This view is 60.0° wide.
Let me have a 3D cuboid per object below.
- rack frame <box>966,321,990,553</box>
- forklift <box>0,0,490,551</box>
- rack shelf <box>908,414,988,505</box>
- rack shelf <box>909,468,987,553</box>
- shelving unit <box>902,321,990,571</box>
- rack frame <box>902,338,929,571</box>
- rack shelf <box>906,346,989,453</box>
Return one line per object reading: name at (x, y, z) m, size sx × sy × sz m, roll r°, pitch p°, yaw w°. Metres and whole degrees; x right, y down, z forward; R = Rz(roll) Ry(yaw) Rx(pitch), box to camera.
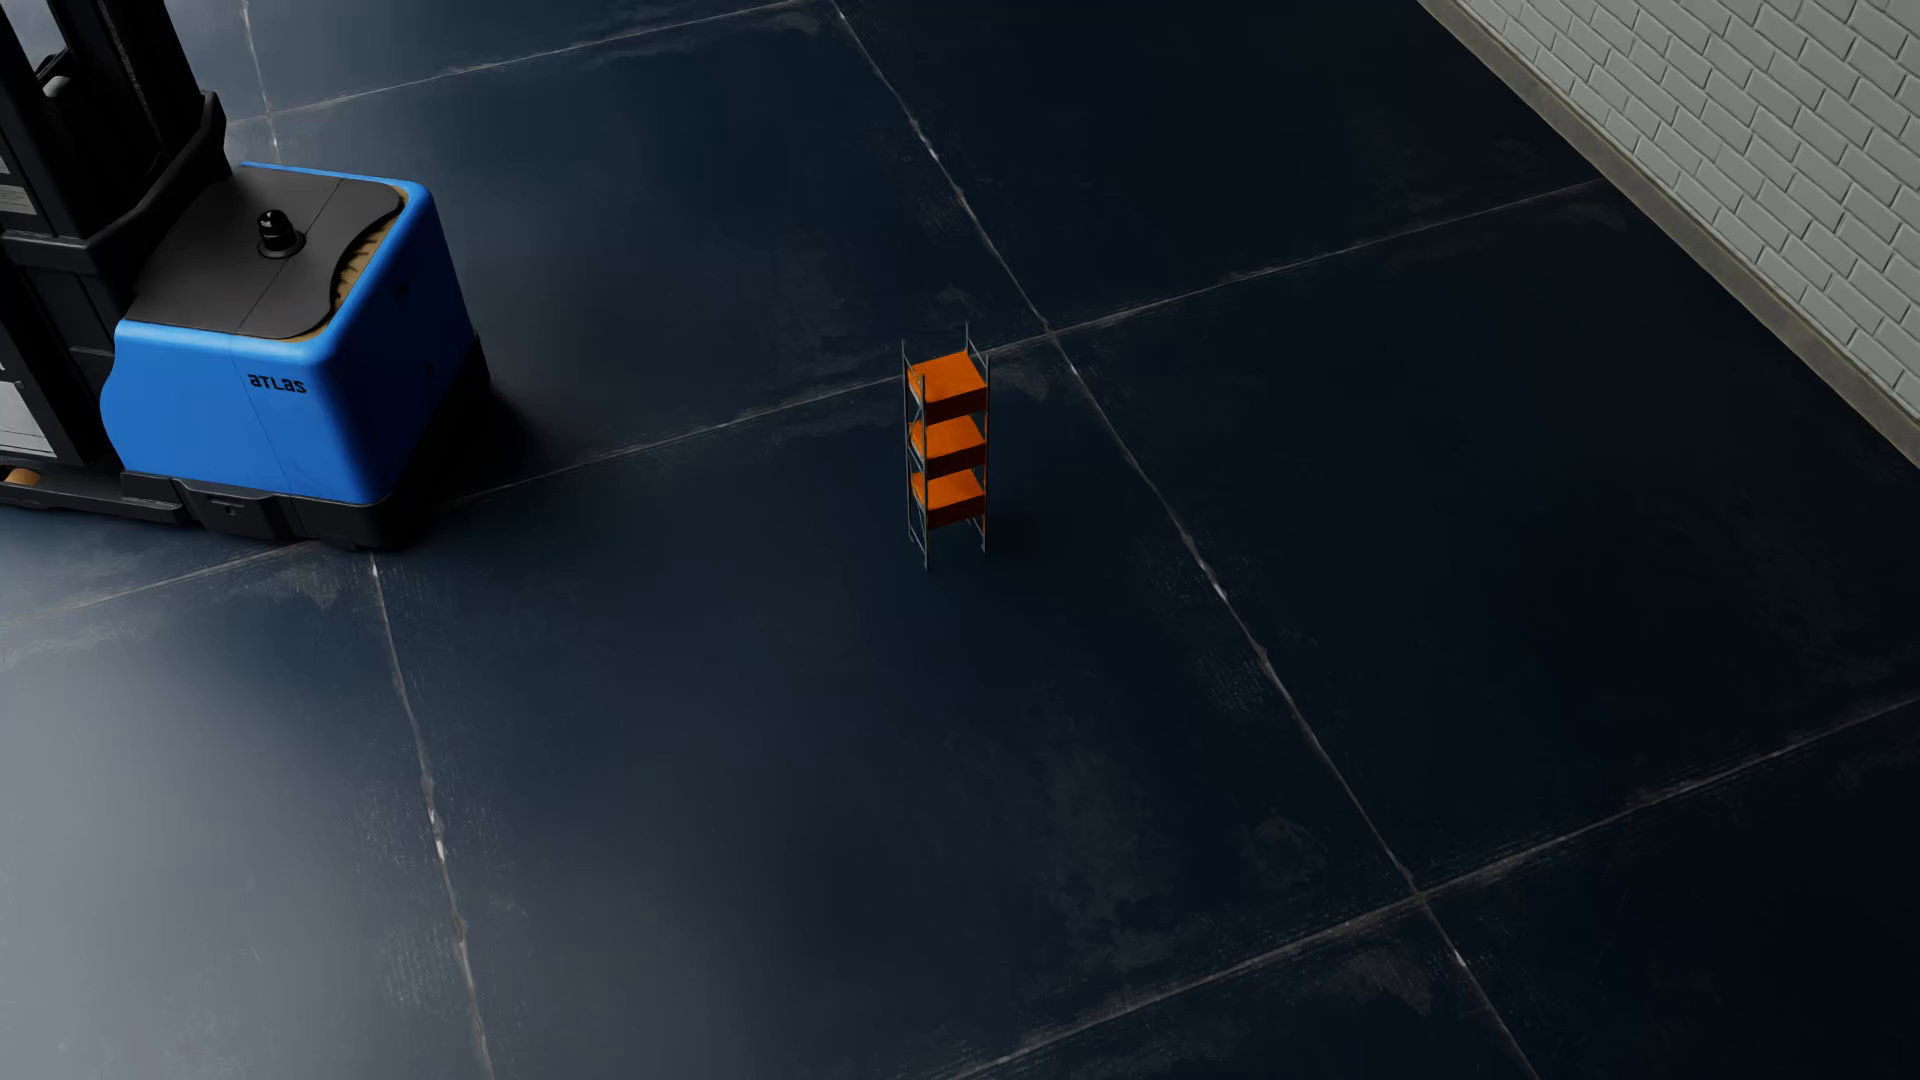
rack frame at (0.063, -0.362, 6.209) m, size 0.008 × 1.050 × 0.200 m, roll -17°, pitch 52°, yaw -14°
forklift at (-3.567, -1.469, 5.921) m, size 3.031 × 2.935 × 1.130 m, roll 8°, pitch 50°, yaw 7°
rack shelf at (-0.050, -0.320, 6.187) m, size 0.240 × 0.259 × 0.215 m, roll -17°, pitch 52°, yaw -14°
rack shelf at (-0.050, -0.139, 6.398) m, size 0.240 × 0.259 × 0.215 m, roll -17°, pitch 52°, yaw -14°
shelving unit at (-0.050, -0.327, 6.179) m, size 0.252 × 1.050 × 0.215 m, roll -17°, pitch 52°, yaw -14°
rack frame at (-0.162, -0.292, 6.149) m, size 0.008 × 1.050 × 0.200 m, roll -17°, pitch 52°, yaw -14°
rack shelf at (-0.050, -0.505, 5.972) m, size 0.240 × 0.259 × 0.215 m, roll -17°, pitch 52°, yaw -14°
